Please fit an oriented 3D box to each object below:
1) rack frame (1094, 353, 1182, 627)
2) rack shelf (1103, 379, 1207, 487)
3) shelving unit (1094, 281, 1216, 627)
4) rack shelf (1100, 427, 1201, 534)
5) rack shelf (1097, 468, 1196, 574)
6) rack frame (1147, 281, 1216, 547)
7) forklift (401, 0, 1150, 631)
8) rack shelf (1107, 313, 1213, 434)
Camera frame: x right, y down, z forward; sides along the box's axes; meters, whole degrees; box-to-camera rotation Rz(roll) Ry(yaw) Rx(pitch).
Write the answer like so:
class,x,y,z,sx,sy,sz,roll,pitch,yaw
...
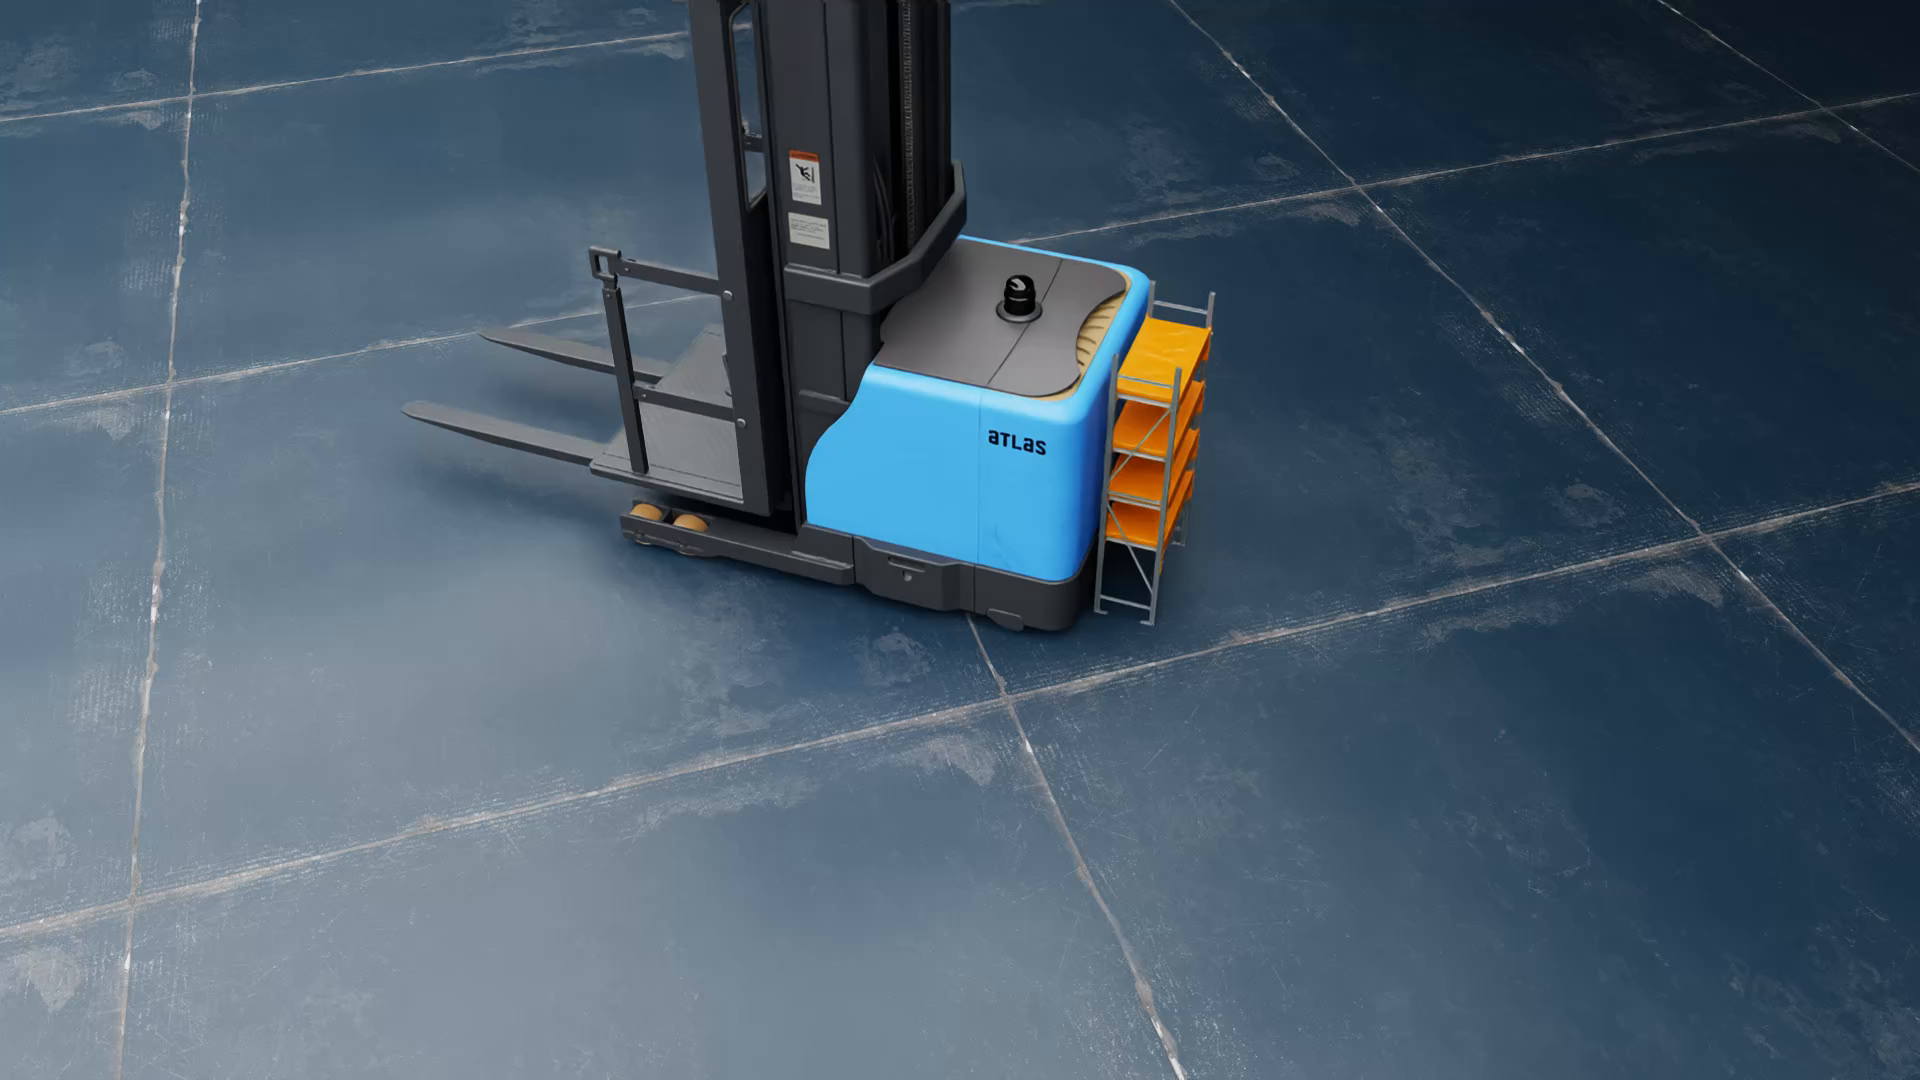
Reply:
class,x,y,z,sx,sy,sz,roll,pitch,yaw
rack frame,0.632,-0.151,6.011,0.240,1.200,0.015,13,43,15
rack shelf,0.715,-0.420,6.081,0.258,0.148,0.480,13,43,15
shelving unit,0.715,-0.302,6.184,0.258,1.200,0.503,13,43,15
rack shelf,0.715,-0.251,6.228,0.258,0.148,0.480,13,43,15
rack shelf,0.715,-0.102,6.359,0.258,0.148,0.480,13,43,15
rack frame,0.798,-0.453,6.357,0.240,1.200,0.015,13,43,15
forklift,-0.834,-1.352,6.070,3.031,2.935,1.130,13,43,15
rack shelf,0.715,-0.598,5.925,0.258,0.148,0.480,13,43,15
